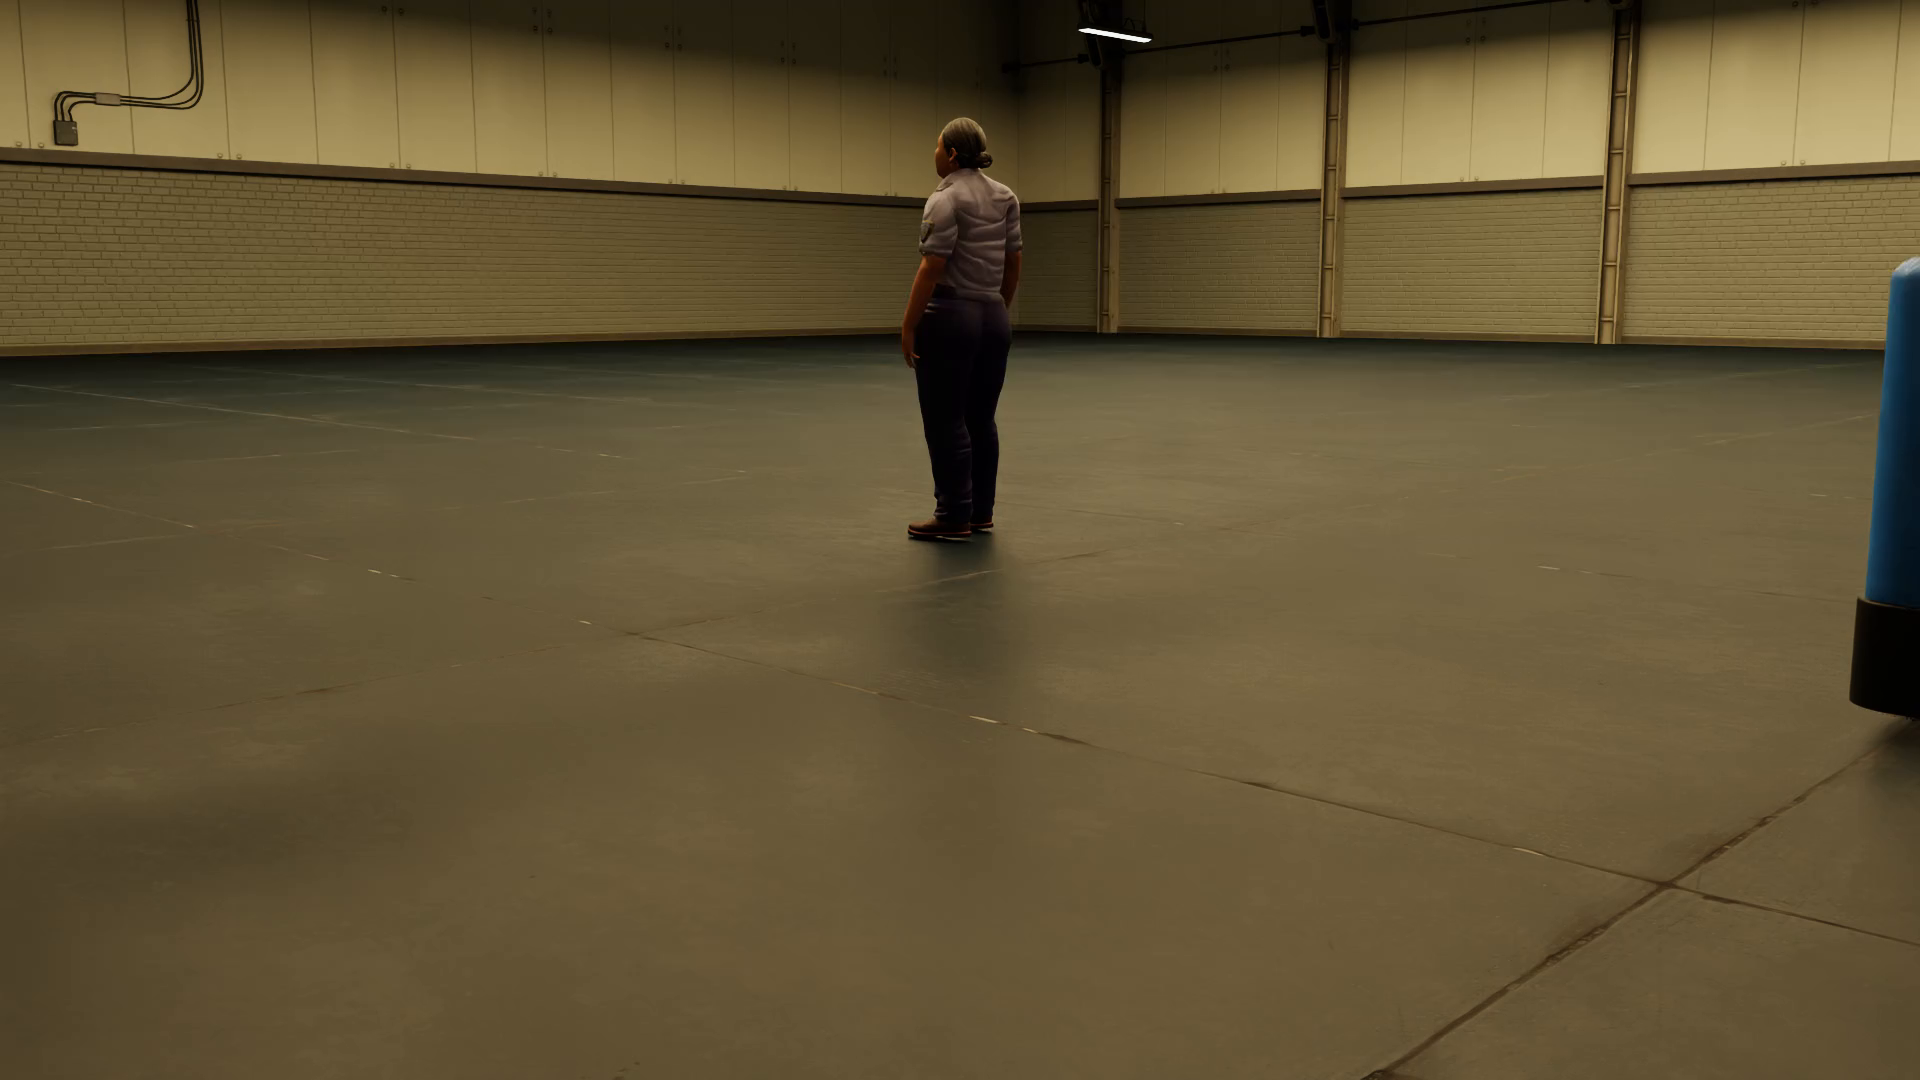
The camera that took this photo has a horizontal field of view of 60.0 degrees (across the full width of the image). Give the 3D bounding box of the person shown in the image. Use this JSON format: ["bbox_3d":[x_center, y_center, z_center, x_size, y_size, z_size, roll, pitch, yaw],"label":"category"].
[{"bbox_3d":[-0.049,-0.833,6.672,0.501,1.651,0.598,8,12,43],"label":"person"}]

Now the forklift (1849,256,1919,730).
[{"bbox_3d":[3.357,-0.885,2.752,1.130,2.935,3.031,-7,11,-40],"label":"forklift"}]
